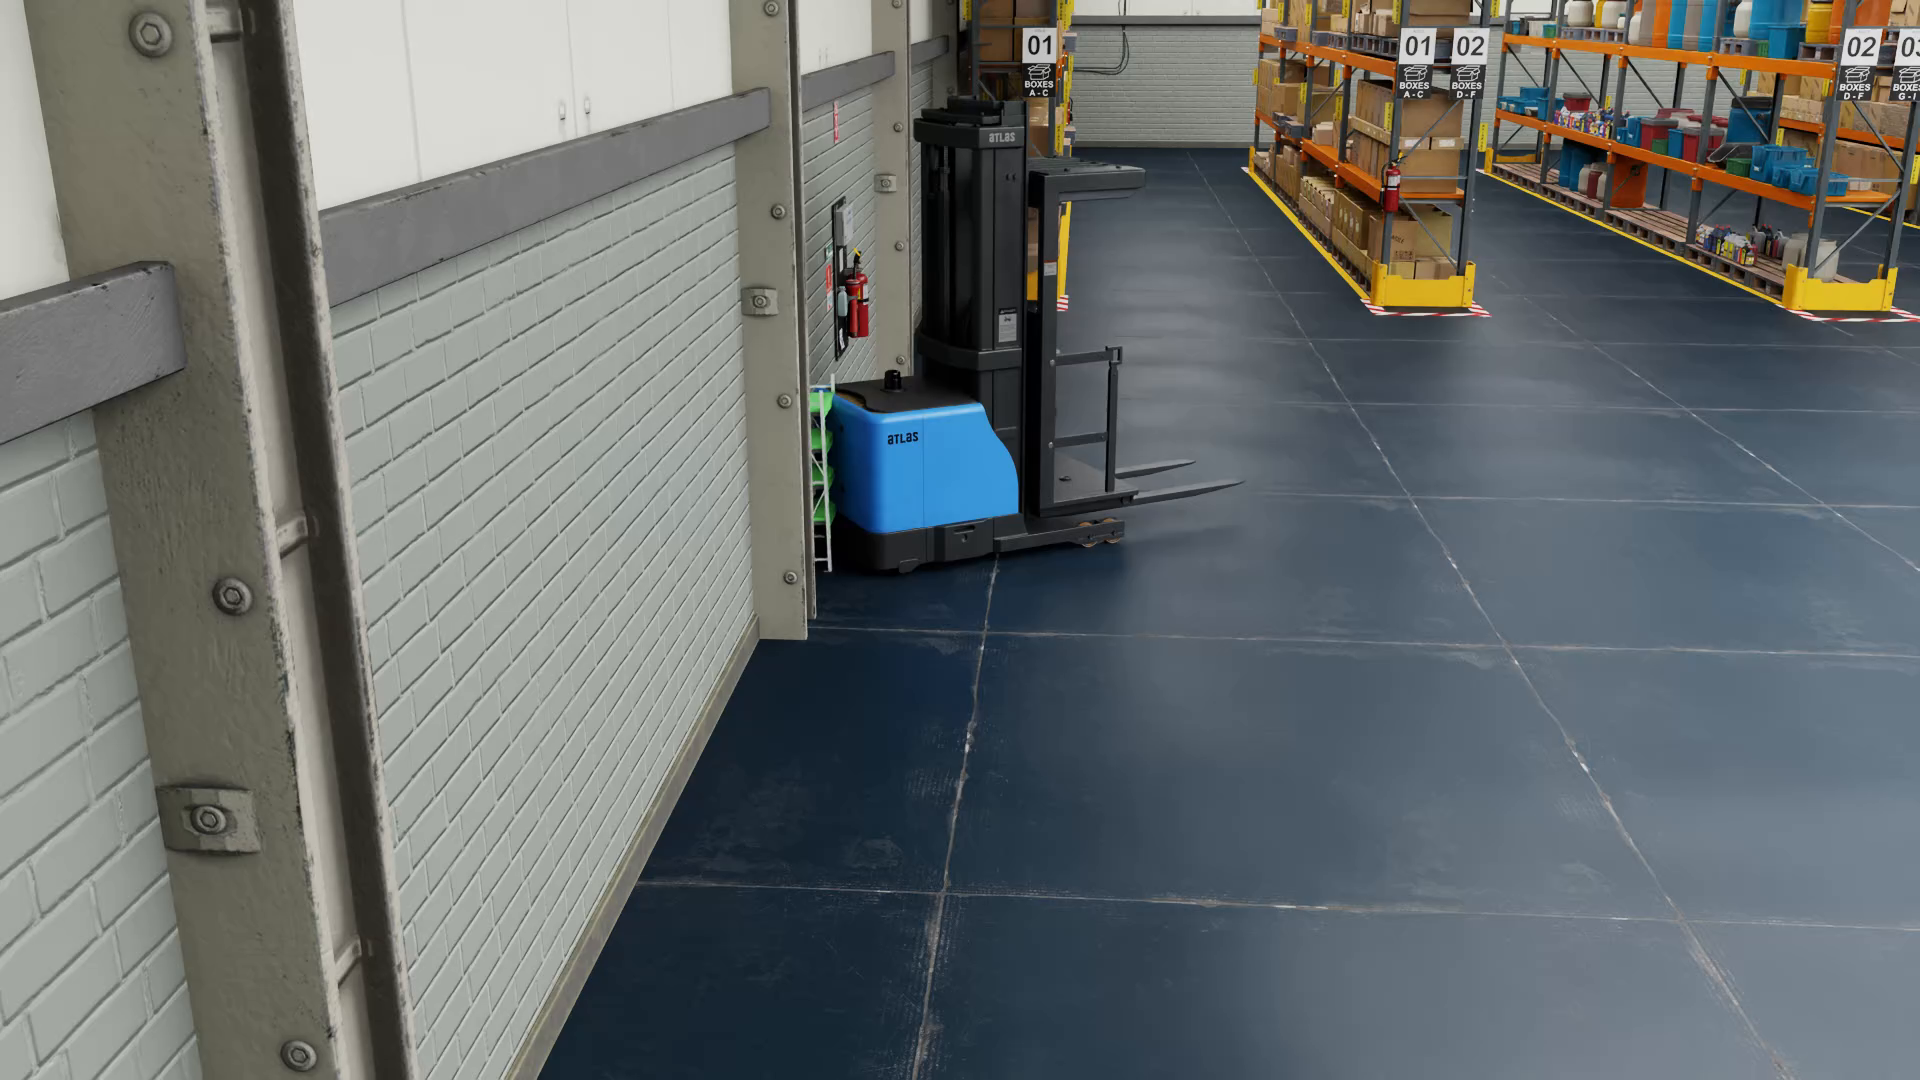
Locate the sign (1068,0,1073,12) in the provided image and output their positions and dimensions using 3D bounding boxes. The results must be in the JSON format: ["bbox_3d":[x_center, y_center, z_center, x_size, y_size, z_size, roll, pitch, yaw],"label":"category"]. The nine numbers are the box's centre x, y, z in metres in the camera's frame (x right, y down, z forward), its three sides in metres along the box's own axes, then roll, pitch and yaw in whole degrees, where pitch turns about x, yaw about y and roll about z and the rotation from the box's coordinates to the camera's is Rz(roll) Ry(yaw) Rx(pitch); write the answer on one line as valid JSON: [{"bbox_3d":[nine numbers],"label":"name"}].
[{"bbox_3d":[2.041,-9.940,30.787,0.100,0.325,0.005,1,18,4],"label":"sign"}]

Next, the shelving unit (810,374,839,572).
[{"bbox_3d":[-0.949,-0.441,10.841,0.258,1.200,0.503,0,18,4],"label":"shelving unit"}]

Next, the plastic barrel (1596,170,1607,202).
[{"bbox_3d":[11.063,-6.012,28.273,0.421,0.512,0.421,0,18,0],"label":"plastic barrel"}]

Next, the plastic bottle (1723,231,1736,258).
[{"bbox_3d":[10.291,-3.940,22.179,0.144,0.351,0.185,1,18,3],"label":"plastic bottle"}]

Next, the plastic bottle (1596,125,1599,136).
[{"bbox_3d":[10.761,-6.903,27.992,0.097,0.201,0.097,0,18,0],"label":"plastic bottle"}]

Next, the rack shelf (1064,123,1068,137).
[{"bbox_3d":[1.355,-7.165,29.628,1.077,0.370,4.000,1,18,4],"label":"rack shelf"}]

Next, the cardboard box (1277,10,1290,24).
[{"bbox_3d":[6.204,-9.767,31.035,0.500,0.250,0.500,1,18,4],"label":"cardboard box"}]

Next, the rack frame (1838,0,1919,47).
[{"bbox_3d":[10.520,-7.031,18.428,1.000,3.000,0.127,1,18,4],"label":"rack frame"}]

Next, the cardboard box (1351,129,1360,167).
[{"bbox_3d":[5.841,-5.444,23.058,0.700,0.500,0.500,1,18,2],"label":"cardboard box"}]

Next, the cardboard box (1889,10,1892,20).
[{"bbox_3d":[16.152,-9.040,28.847,0.500,0.311,0.500,1,18,2],"label":"cardboard box"}]

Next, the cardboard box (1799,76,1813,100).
[{"bbox_3d":[16.127,-8.527,31.188,0.500,0.500,0.500,1,18,4],"label":"cardboard box"}]

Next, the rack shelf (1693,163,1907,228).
[{"bbox_3d":[10.663,-4.459,21.370,1.077,0.370,4.000,1,18,4],"label":"rack shelf"}]

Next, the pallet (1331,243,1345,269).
[{"bbox_3d":[5.768,-3.963,23.178,1.003,0.211,1.213,1,18,4],"label":"pallet"}]

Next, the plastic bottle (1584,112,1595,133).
[{"bbox_3d":[10.832,-7.180,28.596,0.144,0.351,0.185,1,18,4],"label":"plastic bottle"}]

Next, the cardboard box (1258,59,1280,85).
[{"bbox_3d":[6.432,-9.652,34.295,0.500,0.500,0.500,2,18,6],"label":"cardboard box"}]

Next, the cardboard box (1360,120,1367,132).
[{"bbox_3d":[5.602,-5.571,22.405,0.380,0.149,0.250,1,18,3],"label":"cardboard box"}]

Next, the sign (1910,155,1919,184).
[{"bbox_3d":[11.068,-4.298,19.277,0.100,0.325,0.005,1,18,4],"label":"sign"}]

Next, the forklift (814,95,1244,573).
[{"bbox_3d":[0.555,-1.481,11.236,3.031,2.935,1.130,-9,20,-26],"label":"forklift"}]

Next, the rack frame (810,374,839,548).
[{"bbox_3d":[-0.931,-0.517,11.072,0.240,1.200,0.015,0,18,4],"label":"rack frame"}]

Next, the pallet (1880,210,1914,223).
[{"bbox_3d":[16.166,-5.472,27.784,1.003,0.211,1.213,1,18,4],"label":"pallet"}]

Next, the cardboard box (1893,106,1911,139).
[{"bbox_3d":[15.864,-6.915,27.549,0.500,0.500,0.500,1,18,3],"label":"cardboard box"}]

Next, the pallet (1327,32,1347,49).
[{"bbox_3d":[6.117,-7.552,25.139,1.003,0.211,1.213,2,18,6],"label":"pallet"}]

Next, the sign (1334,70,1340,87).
[{"bbox_3d":[6.994,-8.558,30.863,0.100,0.325,0.005,1,18,4],"label":"sign"}]

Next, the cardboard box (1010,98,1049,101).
[{"bbox_3d":[1.121,-6.609,25.907,0.700,0.500,0.500,1,18,4],"label":"cardboard box"}]

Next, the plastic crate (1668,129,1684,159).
[{"bbox_3d":[10.576,-5.764,24.223,0.392,0.384,0.575,1,18,4],"label":"plastic crate"}]

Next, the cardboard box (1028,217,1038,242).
[{"bbox_3d":[0.921,-4.039,22.240,0.700,0.500,0.500,0,18,0],"label":"cardboard box"}]

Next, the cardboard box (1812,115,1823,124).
[{"bbox_3d":[16.016,-7.779,30.749,0.380,0.149,0.250,1,18,4],"label":"cardboard box"}]

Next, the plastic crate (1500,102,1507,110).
[{"bbox_3d":[11.215,-8.885,34.049,0.250,0.136,0.298,1,18,4],"label":"plastic crate"}]

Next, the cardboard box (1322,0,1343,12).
[{"bbox_3d":[6.191,-8.860,27.061,0.500,0.500,0.500,1,18,4],"label":"cardboard box"}]

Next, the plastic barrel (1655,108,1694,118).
[{"bbox_3d":[11.363,-6.578,26.463,0.600,0.536,0.708,1,18,4],"label":"plastic barrel"}]

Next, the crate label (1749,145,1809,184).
[{"bbox_3d":[10.382,-4.774,21.120,0.502,0.435,0.616,1,18,4],"label":"crate label"}]

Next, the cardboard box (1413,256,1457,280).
[{"bbox_3d":[5.840,-3.346,20.559,0.500,0.250,0.500,1,18,4],"label":"cardboard box"}]

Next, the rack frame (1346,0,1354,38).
[{"bbox_3d":[5.867,-8.385,22.560,1.000,3.000,0.127,1,18,4],"label":"rack frame"}]

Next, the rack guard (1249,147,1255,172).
[{"bbox_3d":[6.721,-8.049,35.186,1.175,0.500,0.348,1,18,4],"label":"rack guard"}]

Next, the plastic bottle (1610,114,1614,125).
[{"bbox_3d":[11.460,-7.329,29.180,0.097,0.271,0.097,0,18,0],"label":"plastic bottle"}]

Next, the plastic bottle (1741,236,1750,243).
[{"bbox_3d":[10.441,-3.909,22.204,0.152,0.276,0.135,1,18,4],"label":"plastic bottle"}]

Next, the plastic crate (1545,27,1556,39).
[{"bbox_3d":[11.109,-9.370,30.724,0.450,0.188,0.662,1,18,4],"label":"plastic crate"}]

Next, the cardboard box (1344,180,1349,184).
[{"bbox_3d":[6.331,-5.606,26.555,0.500,0.311,0.500,1,18,3],"label":"cardboard box"}]

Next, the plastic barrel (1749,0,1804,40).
[{"bbox_3d":[10.629,-6.979,21.607,0.600,0.901,0.708,1,18,4],"label":"plastic barrel"}]

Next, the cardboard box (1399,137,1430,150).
[{"bbox_3d":[5.417,-4.770,19.962,0.380,0.149,0.250,1,18,3],"label":"cardboard box"}]

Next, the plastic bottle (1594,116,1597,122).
[{"bbox_3d":[10.936,-7.153,28.624,0.061,0.283,0.133,1,18,4],"label":"plastic bottle"}]

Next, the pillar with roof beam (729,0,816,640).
[{"bbox_3d":[3.260,-3.666,8.158,9.100,9.000,0.400,1,18,4],"label":"pillar with roof beam"}]

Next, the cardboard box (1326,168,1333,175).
[{"bbox_3d":[6.503,-6.095,28.515,0.500,0.500,0.500,1,18,2],"label":"cardboard box"}]

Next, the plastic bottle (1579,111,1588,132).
[{"bbox_3d":[10.855,-7.279,28.898,0.144,0.351,0.185,1,18,4],"label":"plastic bottle"}]

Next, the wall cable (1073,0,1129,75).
[{"bbox_3d":[2.547,-12.494,40.089,3.097,2.526,0.112,1,18,4],"label":"wall cable"}]

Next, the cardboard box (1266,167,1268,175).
[{"bbox_3d":[6.165,-7.174,32.372,0.380,0.149,0.250,1,18,4],"label":"cardboard box"}]

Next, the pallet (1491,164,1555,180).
[{"bbox_3d":[11.569,-7.569,34.183,1.003,0.211,1.213,1,18,4],"label":"pallet"}]

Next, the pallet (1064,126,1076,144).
[{"bbox_3d":[1.267,-6.571,26.967,1.213,0.211,1.003,1,18,4],"label":"pallet"}]

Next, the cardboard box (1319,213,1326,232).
[{"bbox_3d":[5.645,-4.719,24.749,0.500,0.250,0.500,1,18,3],"label":"cardboard box"}]

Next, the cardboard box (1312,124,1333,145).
[{"bbox_3d":[5.896,-6.460,26.465,0.500,0.311,0.500,1,18,3],"label":"cardboard box"}]

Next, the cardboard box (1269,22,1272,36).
[{"bbox_3d":[6.324,-9.995,32.534,0.500,0.250,0.500,1,18,4],"label":"cardboard box"}]

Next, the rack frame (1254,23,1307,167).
[{"bbox_3d":[6.727,-9.261,34.869,1.000,3.000,0.127,1,18,4],"label":"rack frame"}]
